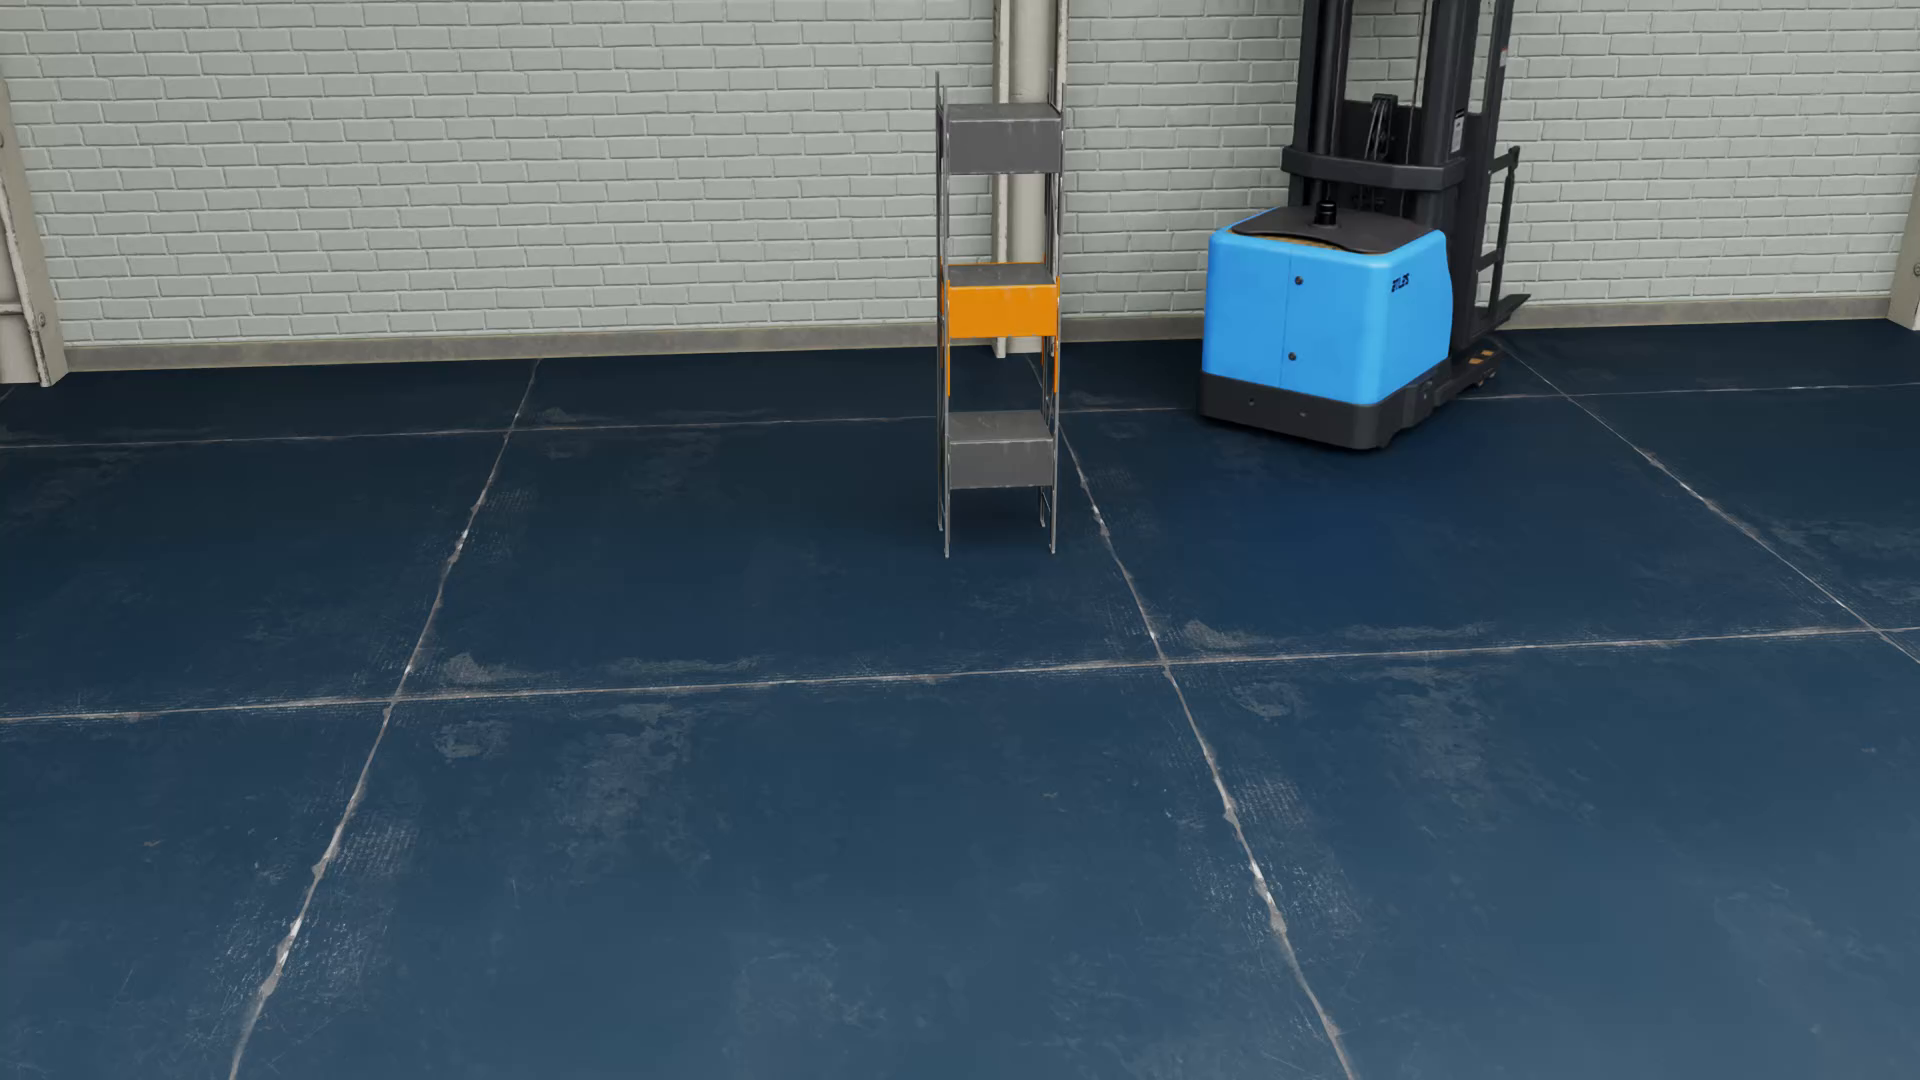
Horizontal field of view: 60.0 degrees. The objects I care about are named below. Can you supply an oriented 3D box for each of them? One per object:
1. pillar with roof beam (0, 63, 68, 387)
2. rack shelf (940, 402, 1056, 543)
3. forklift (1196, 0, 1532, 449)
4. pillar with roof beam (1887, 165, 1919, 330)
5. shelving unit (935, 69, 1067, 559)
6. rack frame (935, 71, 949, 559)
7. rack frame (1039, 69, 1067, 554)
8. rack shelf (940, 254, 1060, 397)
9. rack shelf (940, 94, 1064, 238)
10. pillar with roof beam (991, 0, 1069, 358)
[{"bbox_3d":[-5.140,-3.329,4.161,0.400,9.000,9.100,-2,24,-5],"label":"pillar with roof beam"},{"bbox_3d":[0.165,-0.314,7.628,0.480,0.518,0.431,-2,24,-5],"label":"rack shelf"},{"bbox_3d":[2.578,-2.347,9.422,1.130,2.935,3.031,17,29,33],"label":"forklift"},{"bbox_3d":[6.802,-3.808,5.239,0.400,9.000,9.100,-2,24,-5],"label":"pillar with roof beam"},{"bbox_3d":[0.165,-0.966,7.338,0.503,2.100,0.431,-2,24,-5],"label":"shelving unit"},{"bbox_3d":[-0.078,-0.956,7.316,0.015,2.100,0.400,-2,24,-5],"label":"rack frame"},{"bbox_3d":[0.408,-0.976,7.360,0.015,2.100,0.400,-2,24,-5],"label":"rack frame"},{"bbox_3d":[0.165,-0.954,7.344,0.480,0.518,0.431,-2,24,-5],"label":"rack shelf"},{"bbox_3d":[0.165,-1.593,7.060,0.480,0.518,0.431,-2,24,-5],"label":"rack shelf"},{"bbox_3d":[0.831,-3.569,4.700,0.400,9.000,9.100,-2,24,-5],"label":"pillar with roof beam"}]
